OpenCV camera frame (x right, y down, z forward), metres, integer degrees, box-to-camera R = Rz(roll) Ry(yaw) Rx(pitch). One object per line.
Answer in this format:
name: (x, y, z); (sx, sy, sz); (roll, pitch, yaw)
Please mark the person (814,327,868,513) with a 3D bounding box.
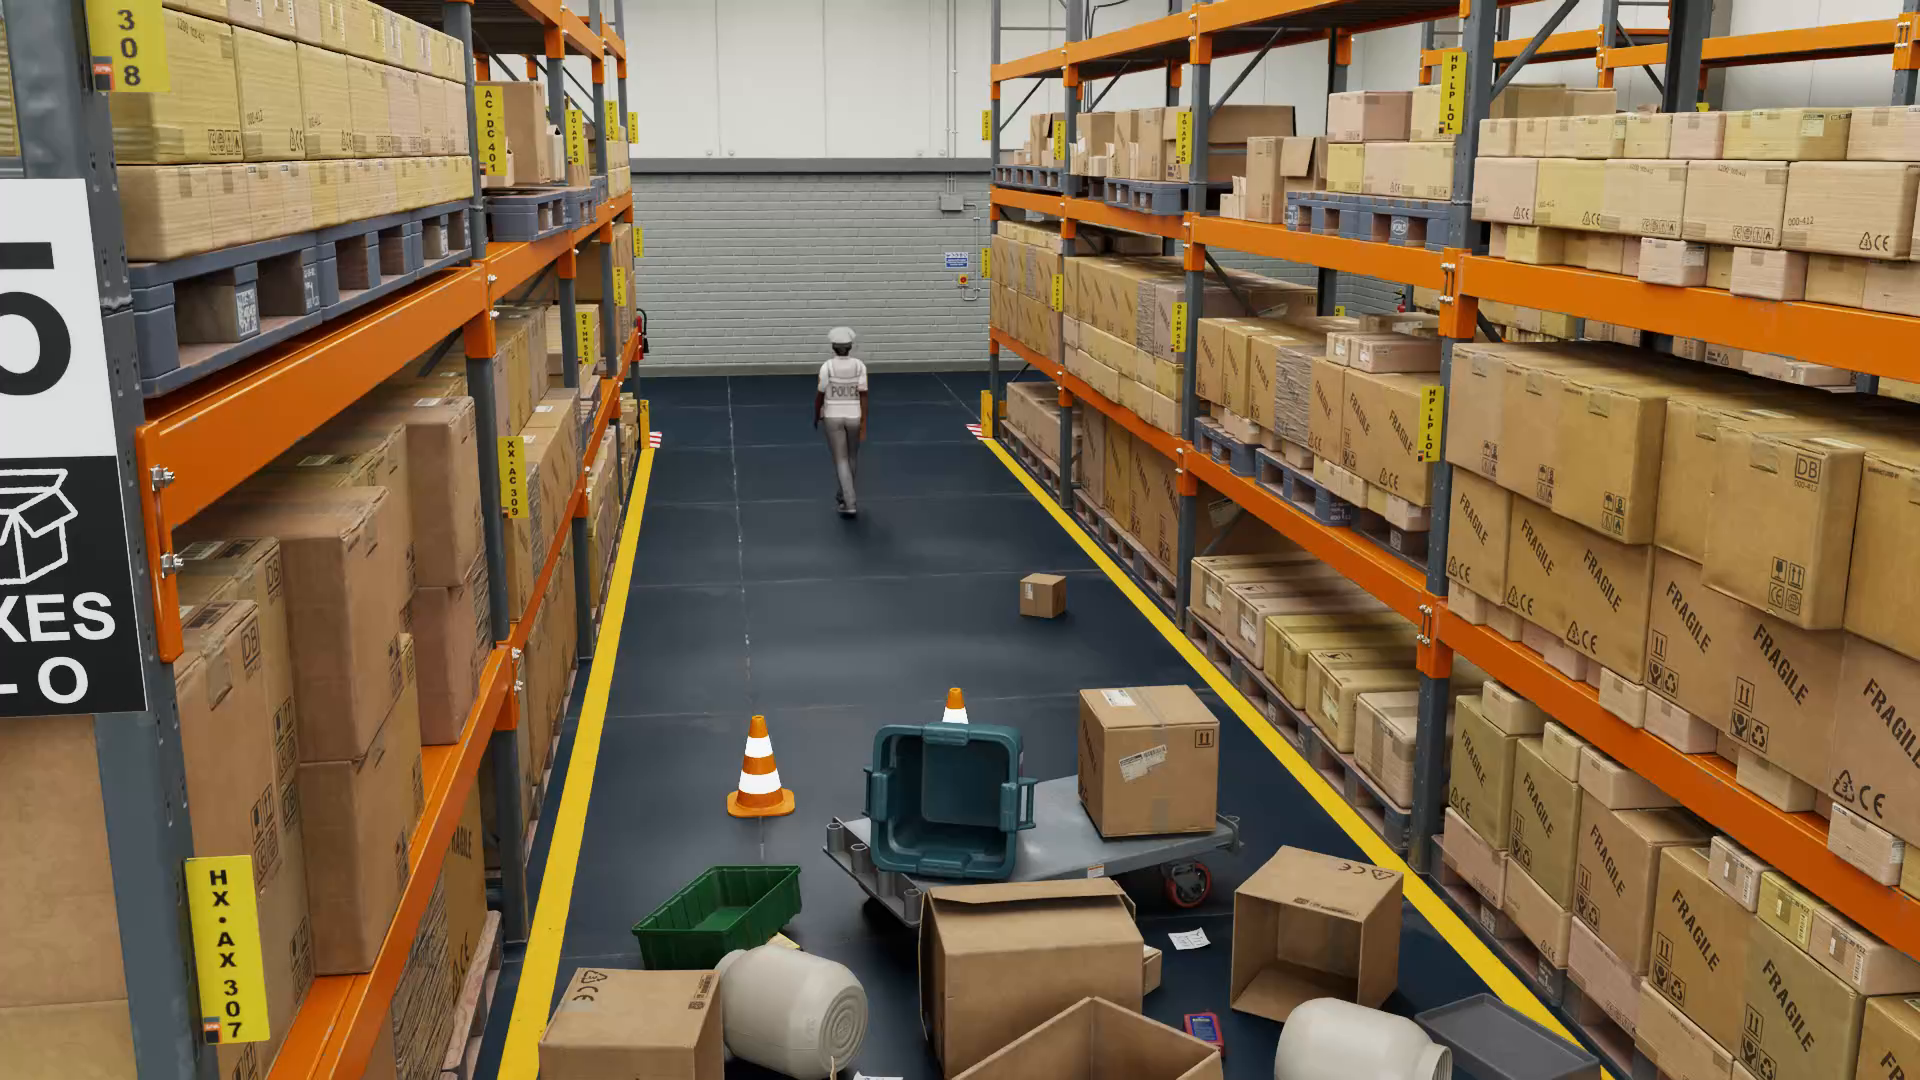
person: (-1.103, -1.113, 15.074); (0.449, 1.650, 0.920); (-5, 14, -21)
